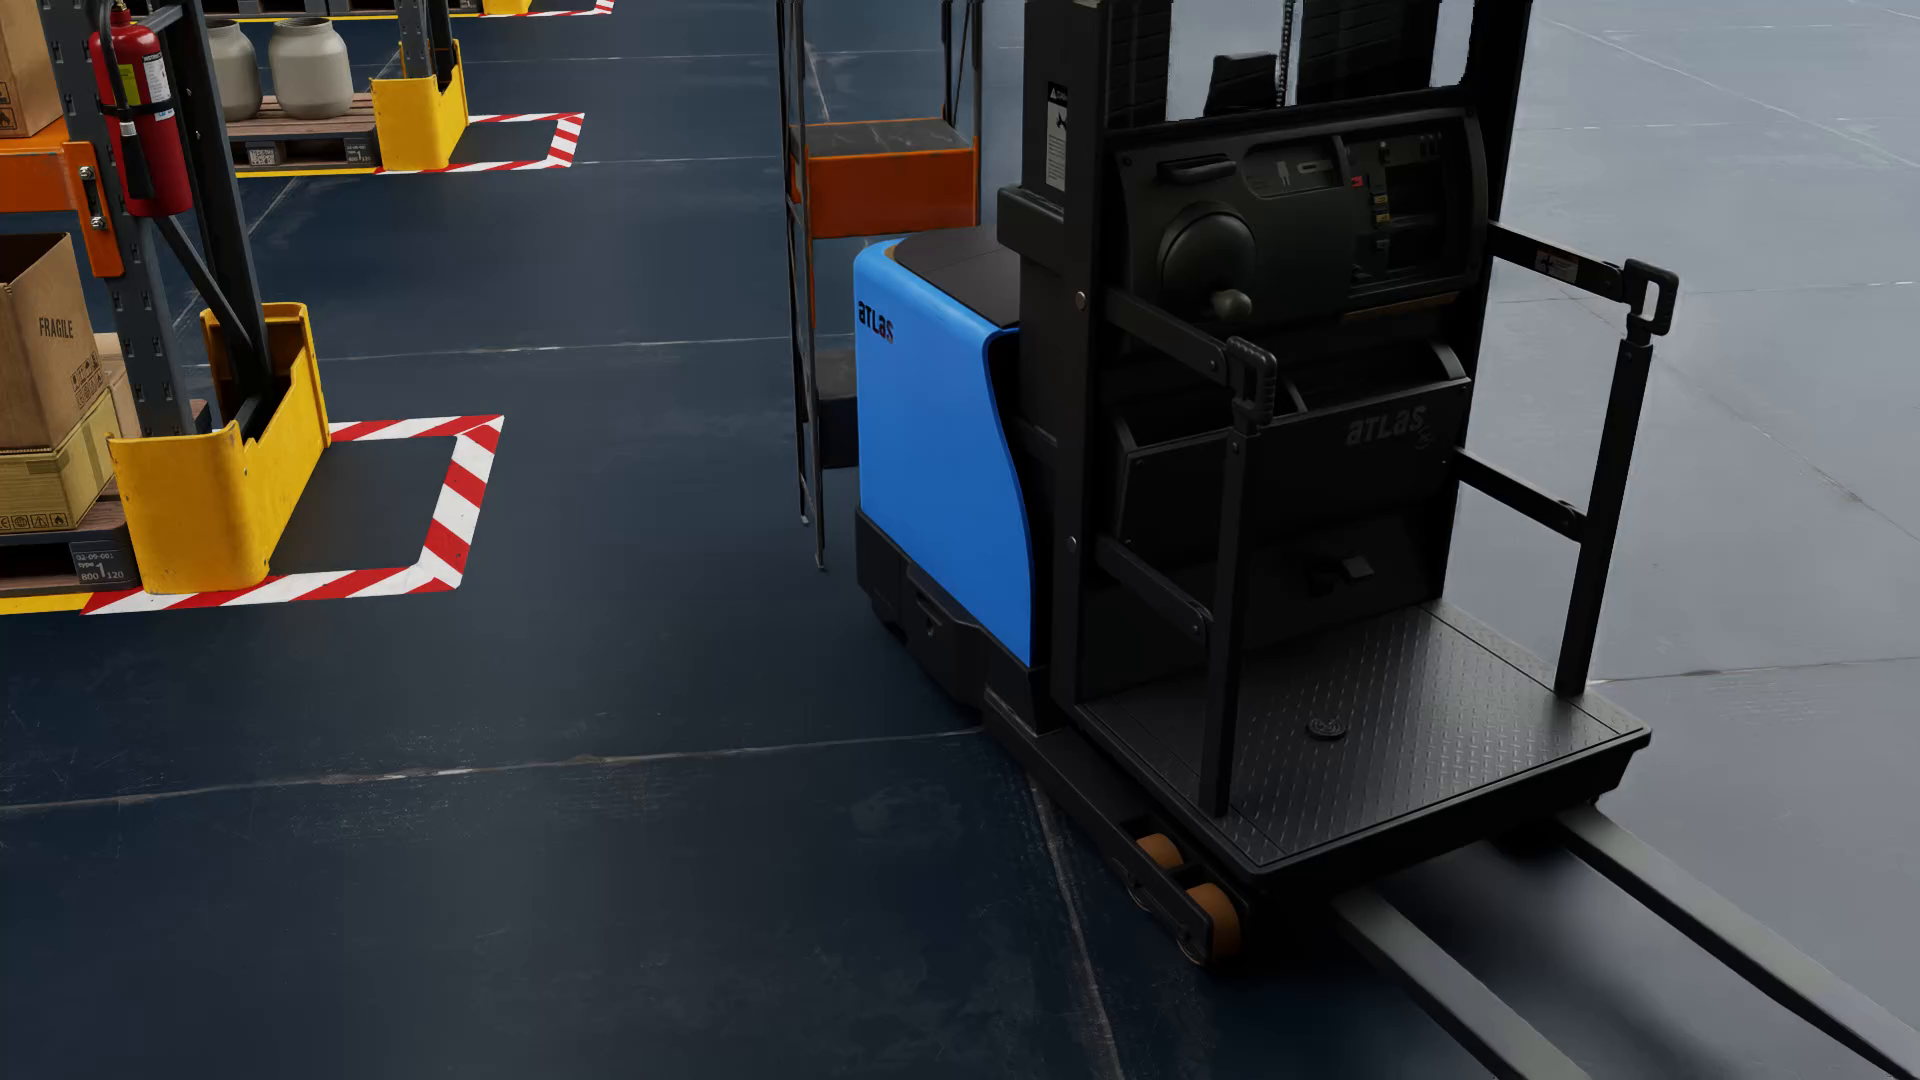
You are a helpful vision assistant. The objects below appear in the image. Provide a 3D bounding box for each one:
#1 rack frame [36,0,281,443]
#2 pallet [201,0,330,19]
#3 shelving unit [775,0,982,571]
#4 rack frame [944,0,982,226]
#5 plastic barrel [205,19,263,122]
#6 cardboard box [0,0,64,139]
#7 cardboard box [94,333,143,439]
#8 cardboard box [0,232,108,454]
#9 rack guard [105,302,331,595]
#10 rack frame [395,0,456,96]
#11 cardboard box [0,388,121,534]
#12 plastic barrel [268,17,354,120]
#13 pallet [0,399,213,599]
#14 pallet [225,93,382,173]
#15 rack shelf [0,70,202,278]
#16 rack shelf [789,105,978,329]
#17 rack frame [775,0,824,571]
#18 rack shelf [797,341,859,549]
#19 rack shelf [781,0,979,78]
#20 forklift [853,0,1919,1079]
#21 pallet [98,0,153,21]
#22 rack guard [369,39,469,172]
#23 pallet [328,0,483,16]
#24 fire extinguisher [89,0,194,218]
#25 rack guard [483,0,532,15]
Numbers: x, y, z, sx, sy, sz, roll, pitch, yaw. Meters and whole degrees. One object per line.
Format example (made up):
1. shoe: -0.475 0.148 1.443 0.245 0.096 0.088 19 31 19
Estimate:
1. rack frame: -2.367 -1.440 4.771 0.127 3.000 1.000 -4 27 -7
2. pallet: -5.834 -4.561 13.908 1.213 0.211 1.003 -4 27 -7
3. shelving unit: -0.231 -0.956 4.812 0.503 2.100 0.431 -6 28 -12
4. rack frame: 0.006 -0.982 4.863 0.015 2.100 0.400 -6 28 -12
5. plastic barrel: -4.191 -2.651 9.396 0.421 0.512 0.421 0 27 0
6. cardboard box: -2.832 -1.461 4.701 0.500 0.500 0.700 -4 27 -7
7. cardboard box: -2.930 -0.470 5.432 0.500 0.250 0.500 -4 27 -7
8. cardboard box: -2.857 -0.569 4.803 0.500 0.500 0.500 -4 27 -7
9. rack guard: -2.344 -0.329 5.344 0.348 0.500 1.175 -4 27 -7
10. rack frame: -3.054 -3.680 9.135 0.127 3.000 1.000 -4 27 -7
11. cardboard box: -2.857 -0.236 4.976 0.500 0.250 0.500 -4 27 -7
12. plastic barrel: -3.695 -2.683 9.459 0.421 0.512 0.421 0 27 0
13. pallet: -3.119 -0.132 5.276 1.213 0.211 1.003 -4 27 -7
14. pallet: -3.928 -2.364 9.625 1.213 0.211 1.003 -4 27 -7
15. rack shelf: -4.348 -0.993 4.687 4.000 0.370 1.077 -4 27 -7
16. rack shelf: -0.231 -0.944 4.819 0.480 0.518 0.431 -6 28 -12
17. rack frame: -0.468 -0.930 4.762 0.015 2.100 0.400 -6 28 -12
18. rack shelf: -0.231 -0.321 5.138 0.480 0.518 0.431 -6 28 -12
19. rack shelf: -0.231 -1.566 4.499 0.480 0.518 0.431 -6 28 -12
20. forklift: 0.829 -0.645 3.297 1.130 2.935 3.031 -13 30 -24
21. pallet: -7.045 -4.482 13.754 1.213 0.211 1.003 -4 27 -7
22. rack guard: -3.123 -2.541 9.655 0.348 0.500 1.175 -4 27 -7
23. pallet: -4.629 -4.637 14.057 1.213 0.211 1.003 -4 27 -7
24. fire extinguisher: -2.186 -1.203 4.394 0.183 0.674 0.296 -4 27 -7
25. rack guard: -3.819 -4.802 14.060 0.348 0.500 1.175 -4 27 -7
